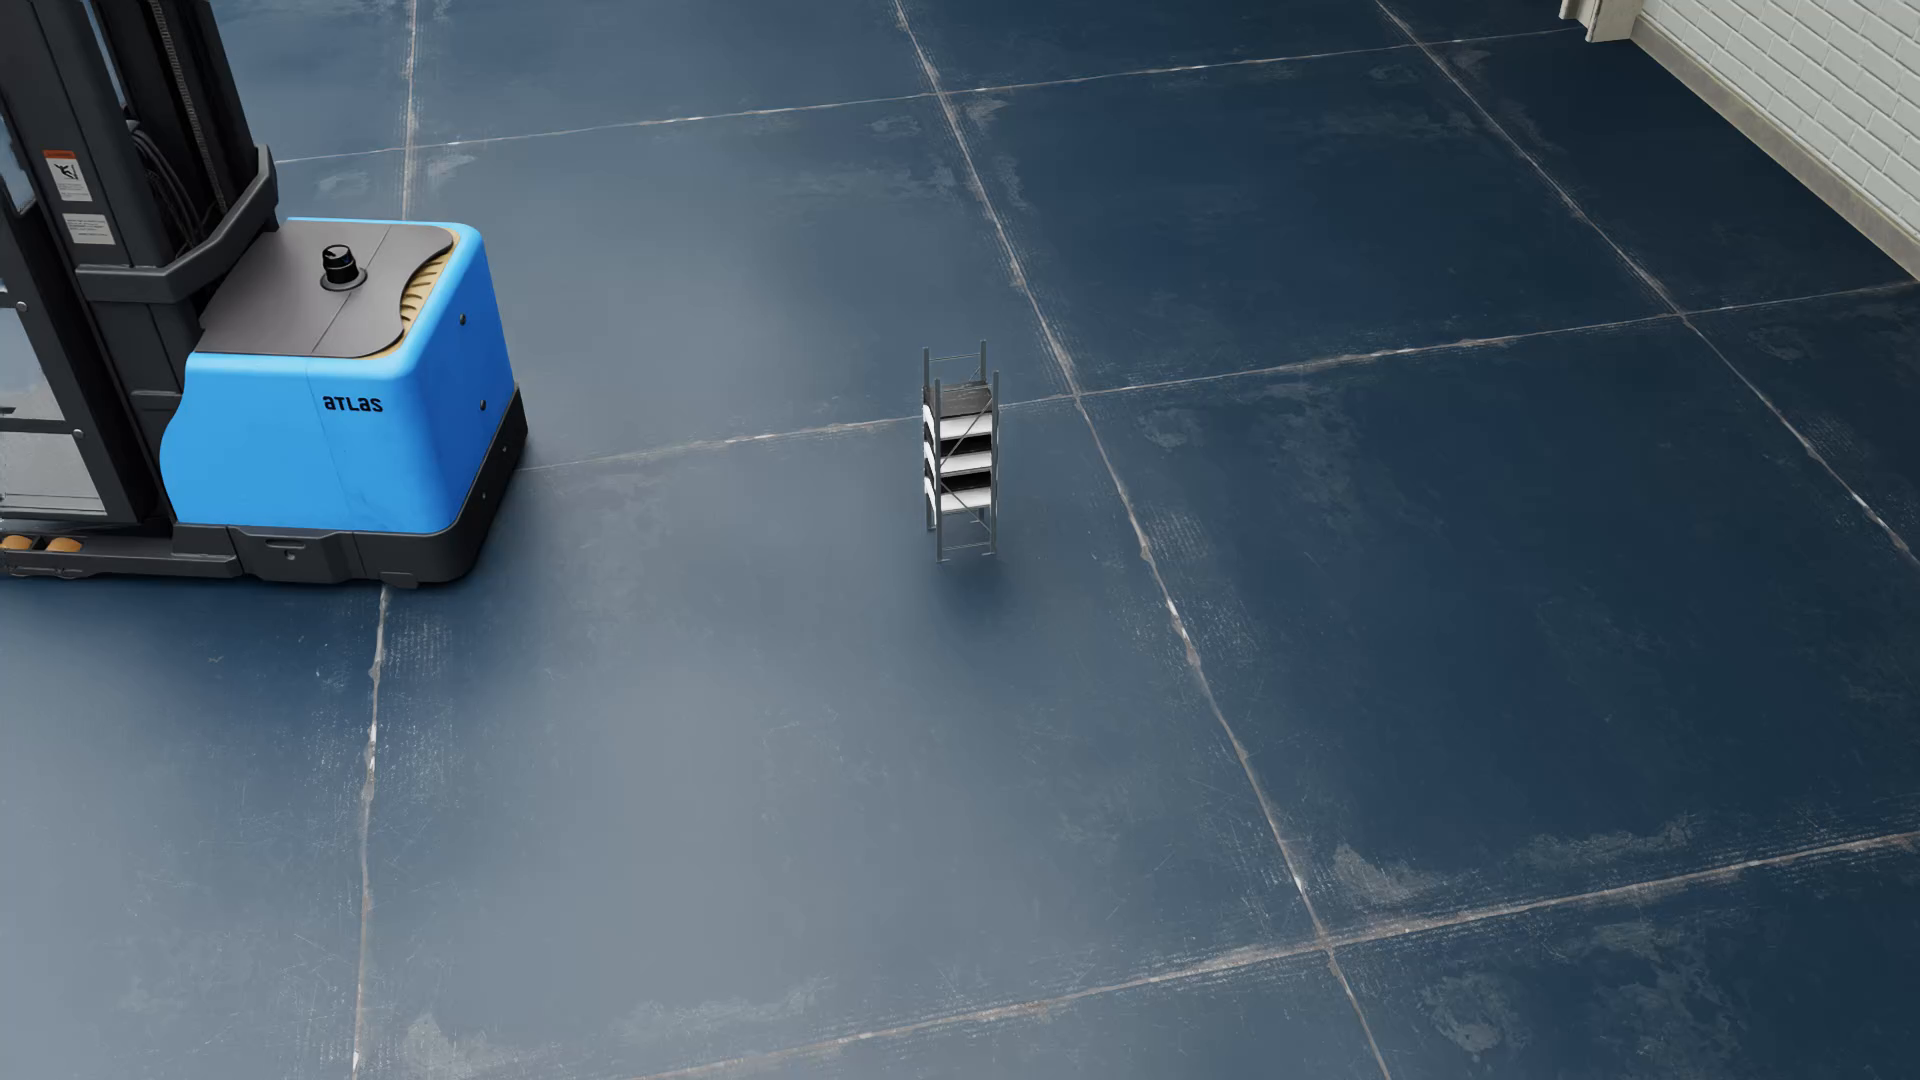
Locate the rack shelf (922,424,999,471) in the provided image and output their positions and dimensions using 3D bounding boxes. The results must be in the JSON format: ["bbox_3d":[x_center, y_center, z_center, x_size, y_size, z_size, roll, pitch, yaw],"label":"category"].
[{"bbox_3d":[0.002,-0.374,6.408,0.258,0.077,0.200,-8,42,-9],"label":"rack shelf"}]

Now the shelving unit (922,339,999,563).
[{"bbox_3d":[0.002,-0.331,6.445,0.258,0.900,0.210,-8,42,-9],"label":"shelving unit"}]

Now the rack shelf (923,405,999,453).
[{"bbox_3d":[0.002,-0.441,6.348,0.258,0.077,0.200,-8,42,-9],"label":"rack shelf"}]

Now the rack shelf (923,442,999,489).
[{"bbox_3d":[0.002,-0.306,6.467,0.258,0.077,0.200,-8,42,-9],"label":"rack shelf"}]

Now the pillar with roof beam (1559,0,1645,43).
[{"bbox_3d":[-0.243,-5.944,6.668,9.100,9.000,0.400,-8,42,-9],"label":"pillar with roof beam"}]

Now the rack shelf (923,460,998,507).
[{"bbox_3d":[0.002,-0.239,6.527,0.258,0.077,0.200,-8,42,-9],"label":"rack shelf"}]

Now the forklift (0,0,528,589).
[{"bbox_3d":[-3.401,-1.289,5.995,3.031,2.935,1.130,3,42,3],"label":"forklift"}]

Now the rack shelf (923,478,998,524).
[{"bbox_3d":[0.002,-0.172,6.587,0.258,0.077,0.200,-8,42,-9],"label":"rack shelf"}]

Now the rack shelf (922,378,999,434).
[{"bbox_3d":[0.002,-0.508,6.288,0.258,0.077,0.200,-8,42,-9],"label":"rack shelf"}]

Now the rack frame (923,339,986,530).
[{"bbox_3d":[-0.020,-0.397,6.520,0.240,0.900,0.006,-8,42,-9],"label":"rack frame"}]

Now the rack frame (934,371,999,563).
[{"bbox_3d":[0.024,-0.265,6.371,0.240,0.900,0.006,-8,42,-9],"label":"rack frame"}]
